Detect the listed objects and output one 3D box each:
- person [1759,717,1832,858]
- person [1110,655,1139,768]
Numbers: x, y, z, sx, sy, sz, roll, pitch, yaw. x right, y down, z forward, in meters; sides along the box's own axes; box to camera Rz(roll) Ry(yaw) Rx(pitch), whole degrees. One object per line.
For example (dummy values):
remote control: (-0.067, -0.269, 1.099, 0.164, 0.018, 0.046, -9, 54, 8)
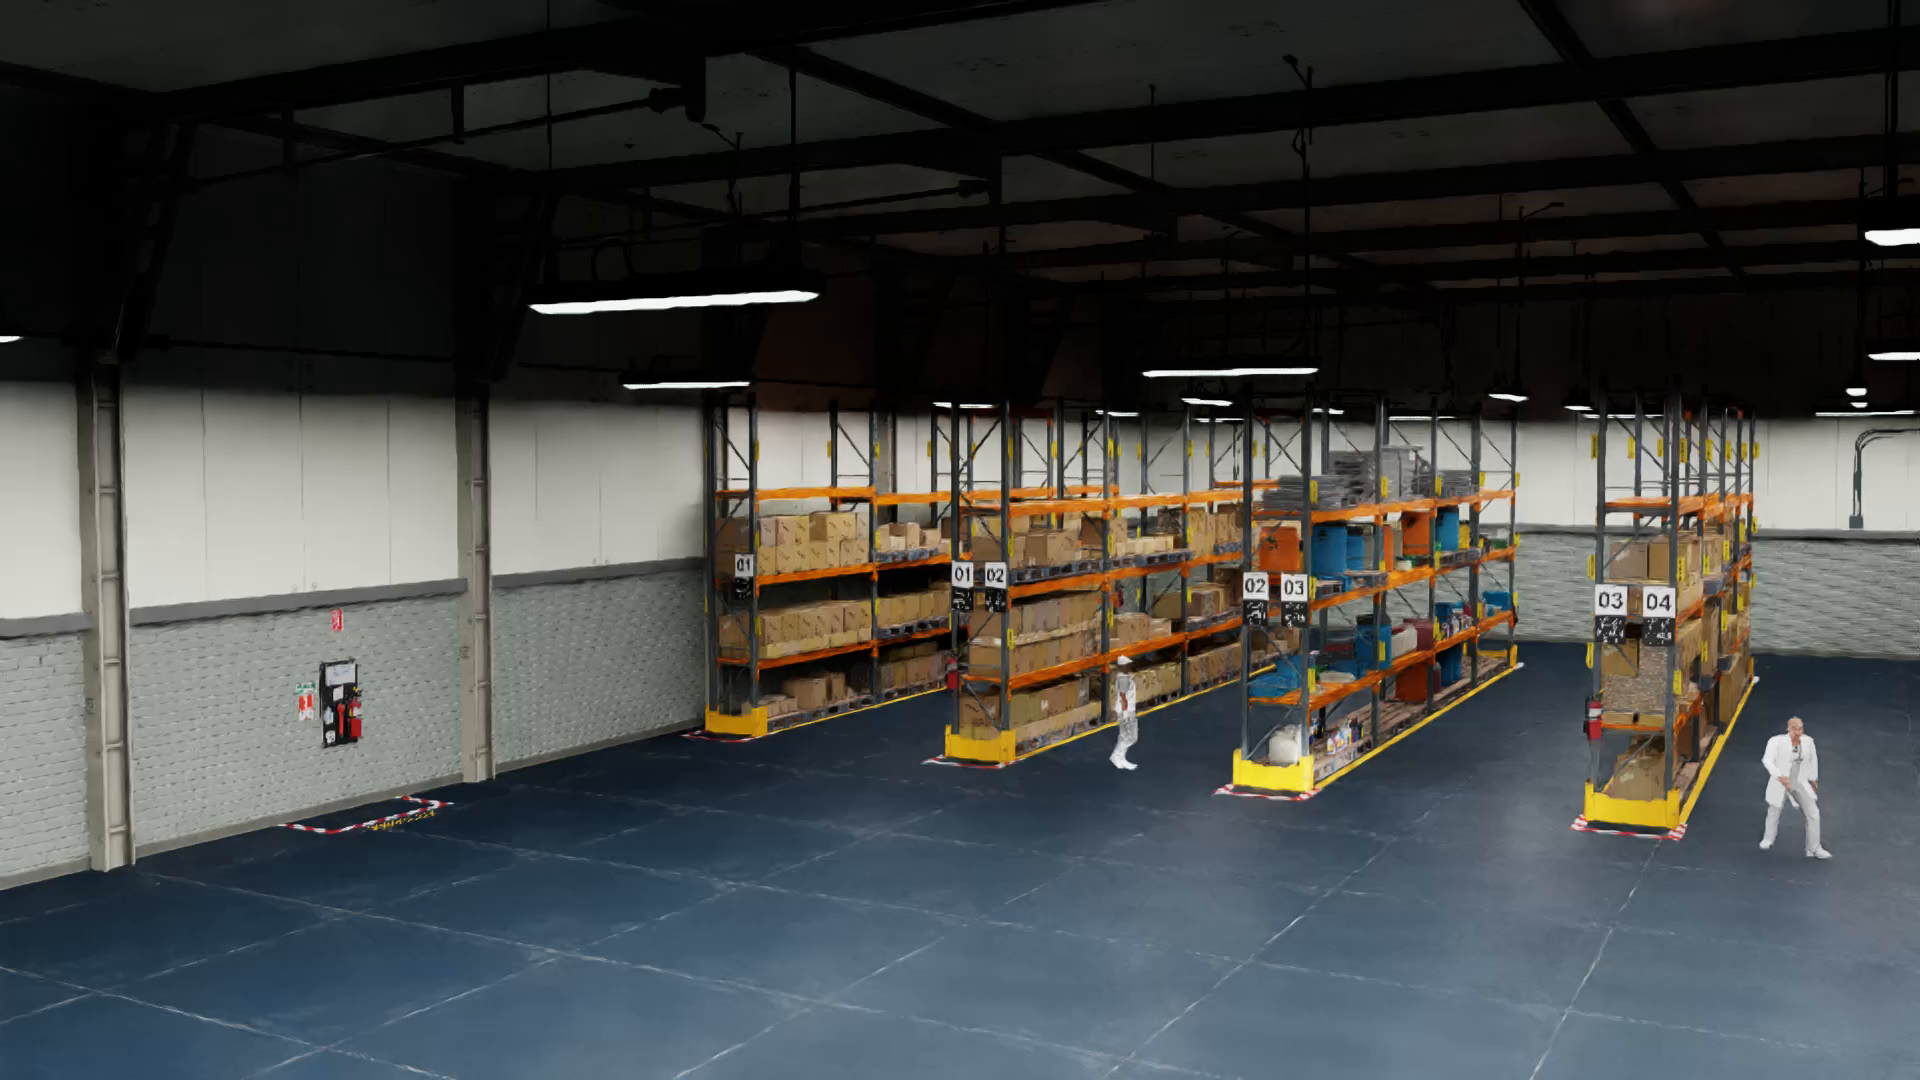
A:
person: (10.286, 3.023, 20.575, 0.737, 1.717, 0.881, 1, 3, 11)
person: (2.565, 2.699, 26.088, 0.446, 1.780, 0.600, 0, 3, -1)
